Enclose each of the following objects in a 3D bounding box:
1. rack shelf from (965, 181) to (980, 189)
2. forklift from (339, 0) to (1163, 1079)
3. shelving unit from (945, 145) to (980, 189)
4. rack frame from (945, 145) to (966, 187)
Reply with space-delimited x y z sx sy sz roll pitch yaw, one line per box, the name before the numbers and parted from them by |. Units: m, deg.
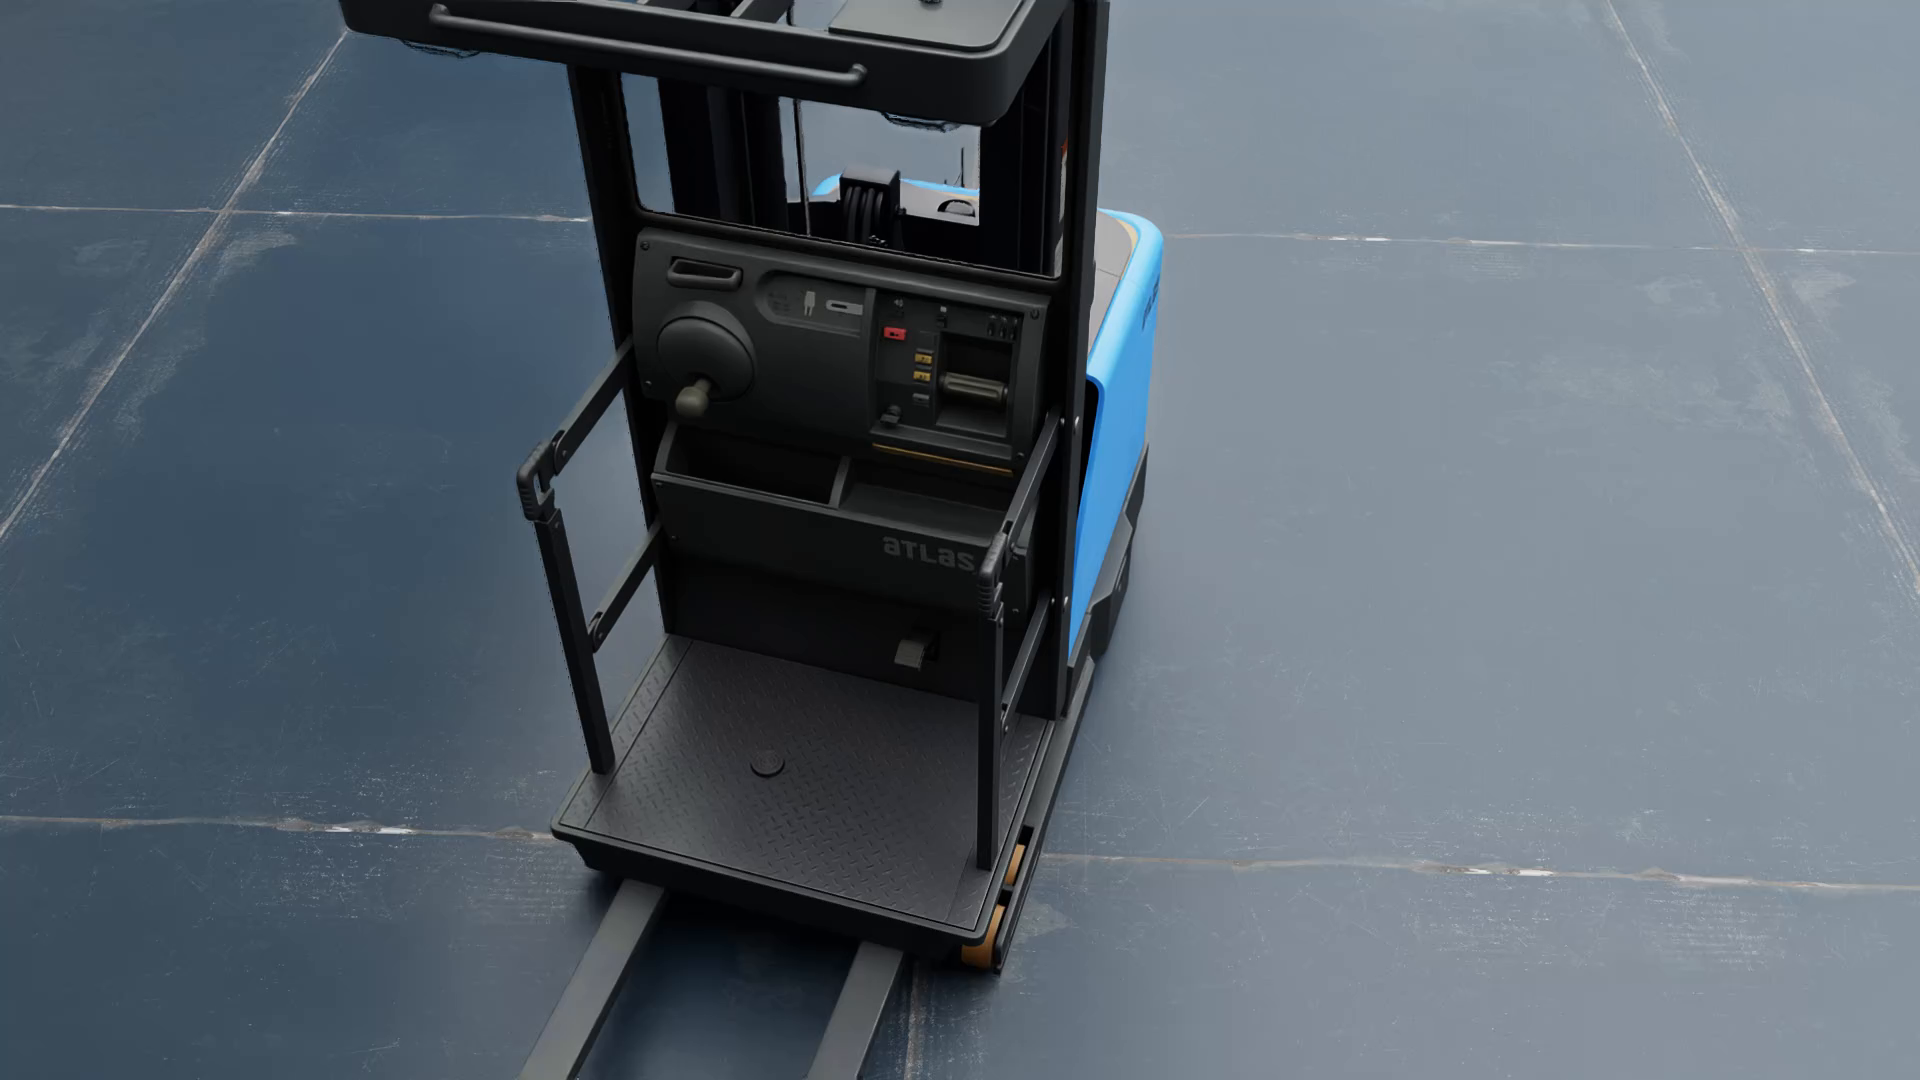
rack shelf | 0.103 -0.910 5.056 0.240 0.259 0.215 11 44 12
forklift | -0.333 -0.324 3.448 1.130 2.935 3.031 12 44 12
shelving unit | 0.103 -0.710 5.242 0.252 1.050 0.215 11 44 12
rack frame | -0.014 -0.733 5.267 0.008 1.050 0.200 11 44 12
